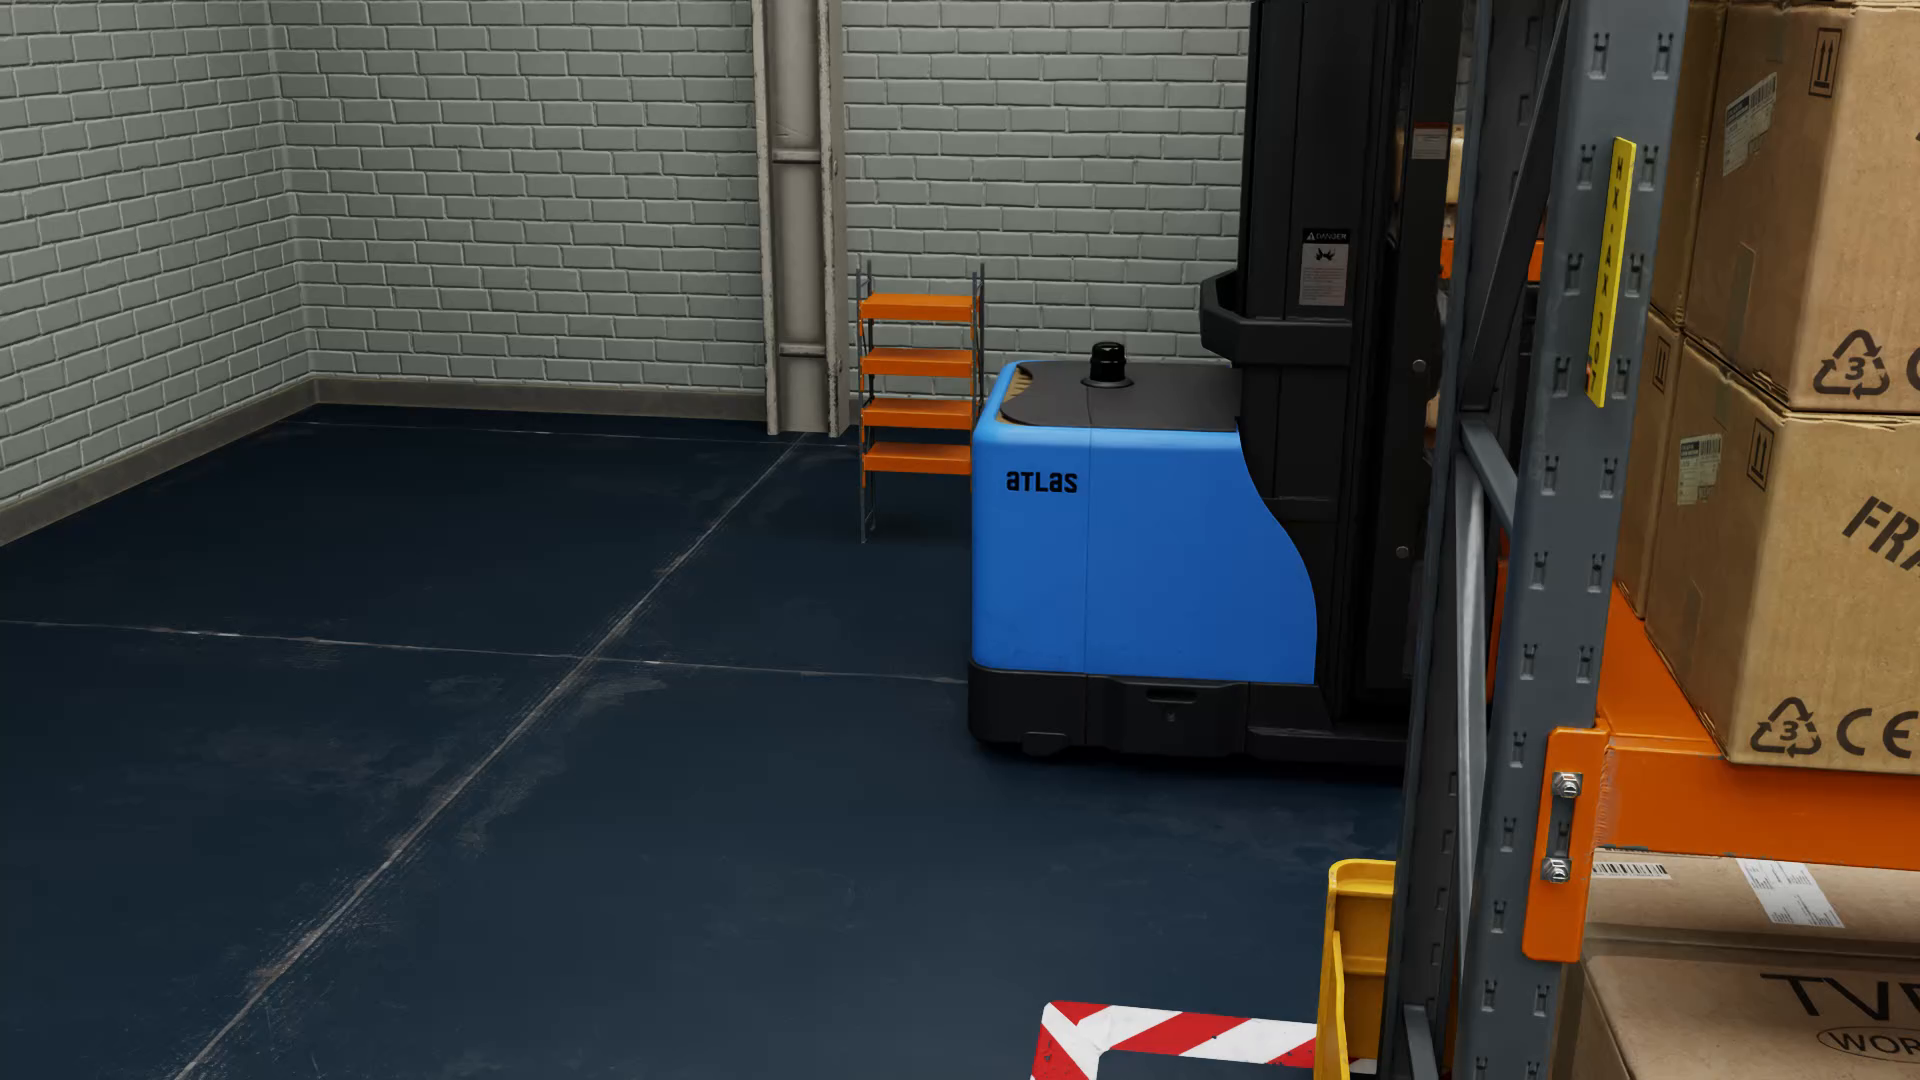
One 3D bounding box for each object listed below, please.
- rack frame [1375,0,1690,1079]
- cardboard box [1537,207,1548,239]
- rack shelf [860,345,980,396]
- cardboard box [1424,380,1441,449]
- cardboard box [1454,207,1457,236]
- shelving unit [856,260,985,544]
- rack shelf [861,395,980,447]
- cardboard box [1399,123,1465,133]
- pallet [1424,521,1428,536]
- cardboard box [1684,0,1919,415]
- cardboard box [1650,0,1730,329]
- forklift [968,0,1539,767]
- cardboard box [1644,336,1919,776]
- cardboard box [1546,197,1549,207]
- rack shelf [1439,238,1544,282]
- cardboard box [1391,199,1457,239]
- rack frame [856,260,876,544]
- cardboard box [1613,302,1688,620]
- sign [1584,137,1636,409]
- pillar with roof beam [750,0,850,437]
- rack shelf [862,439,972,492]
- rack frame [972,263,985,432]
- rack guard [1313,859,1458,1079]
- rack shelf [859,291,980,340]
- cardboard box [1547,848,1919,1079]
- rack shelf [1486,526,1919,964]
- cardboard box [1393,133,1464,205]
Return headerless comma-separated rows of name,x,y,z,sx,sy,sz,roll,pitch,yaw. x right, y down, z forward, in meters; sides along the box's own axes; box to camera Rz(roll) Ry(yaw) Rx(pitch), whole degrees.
rack frame,0.908,-0.060,2.755,0.127,3.000,1.000,3,19,9
cardboard box,2.496,-1.393,7.135,0.250,0.149,0.380,3,19,8
rack shelf,-0.163,-0.726,7.088,0.480,0.148,0.258,3,19,9
cardboard box,2.281,-0.570,7.552,0.637,0.503,0.797,2,19,6
cardboard box,2.232,-1.395,7.142,0.250,0.149,0.380,3,19,10
shelving unit,-0.163,-0.577,7.138,0.503,1.200,0.258,3,19,9
rack shelf,-0.163,-0.514,7.159,0.480,0.148,0.258,3,19,9
cardboard box,2.188,-1.745,7.559,0.500,0.250,0.500,3,19,10
pallet,2.554,-0.249,7.716,1.213,0.211,1.003,3,19,9
cardboard box,1.337,-0.468,2.242,0.500,0.500,0.500,3,19,7
cardboard box,1.422,-0.632,2.731,0.500,0.500,0.500,4,19,10
forklift,1.580,-0.802,5.081,3.031,2.935,1.130,2,19,7
cardboard box,1.337,0.007,2.399,0.500,0.500,0.500,3,19,8
cardboard box,2.595,-1.553,6.984,0.500,0.250,0.500,3,19,9
rack shelf,3.667,-1.174,7.217,4.000,0.370,1.077,3,19,9
cardboard box,1.973,-1.394,7.137,0.250,0.149,0.380,3,19,8
rack frame,-0.404,-0.590,7.174,0.015,1.200,0.240,3,19,9
cardboard box,1.427,-0.166,2.915,0.500,0.500,0.500,3,19,9
sign,0.814,-0.335,2.087,0.005,0.325,0.100,3,19,9
pillar with roof beam,-1.510,-3.530,3.670,0.400,9.000,9.100,3,19,9
rack shelf,-0.163,-0.325,7.222,0.480,0.148,0.258,3,19,9
rack frame,0.077,-0.565,7.101,0.015,1.200,0.240,3,19,9
rack guard,0.885,1.124,3.156,0.348,0.500,1.175,3,19,9
rack shelf,-0.163,-0.950,7.013,0.480,0.148,0.258,3,19,9
cardboard box,1.576,0.958,3.090,0.875,0.438,0.875,2,19,7
rack shelf,2.883,0.382,2.569,4.000,0.370,1.077,3,19,9
cardboard box,2.097,-1.578,7.060,0.500,0.250,0.500,3,19,9
